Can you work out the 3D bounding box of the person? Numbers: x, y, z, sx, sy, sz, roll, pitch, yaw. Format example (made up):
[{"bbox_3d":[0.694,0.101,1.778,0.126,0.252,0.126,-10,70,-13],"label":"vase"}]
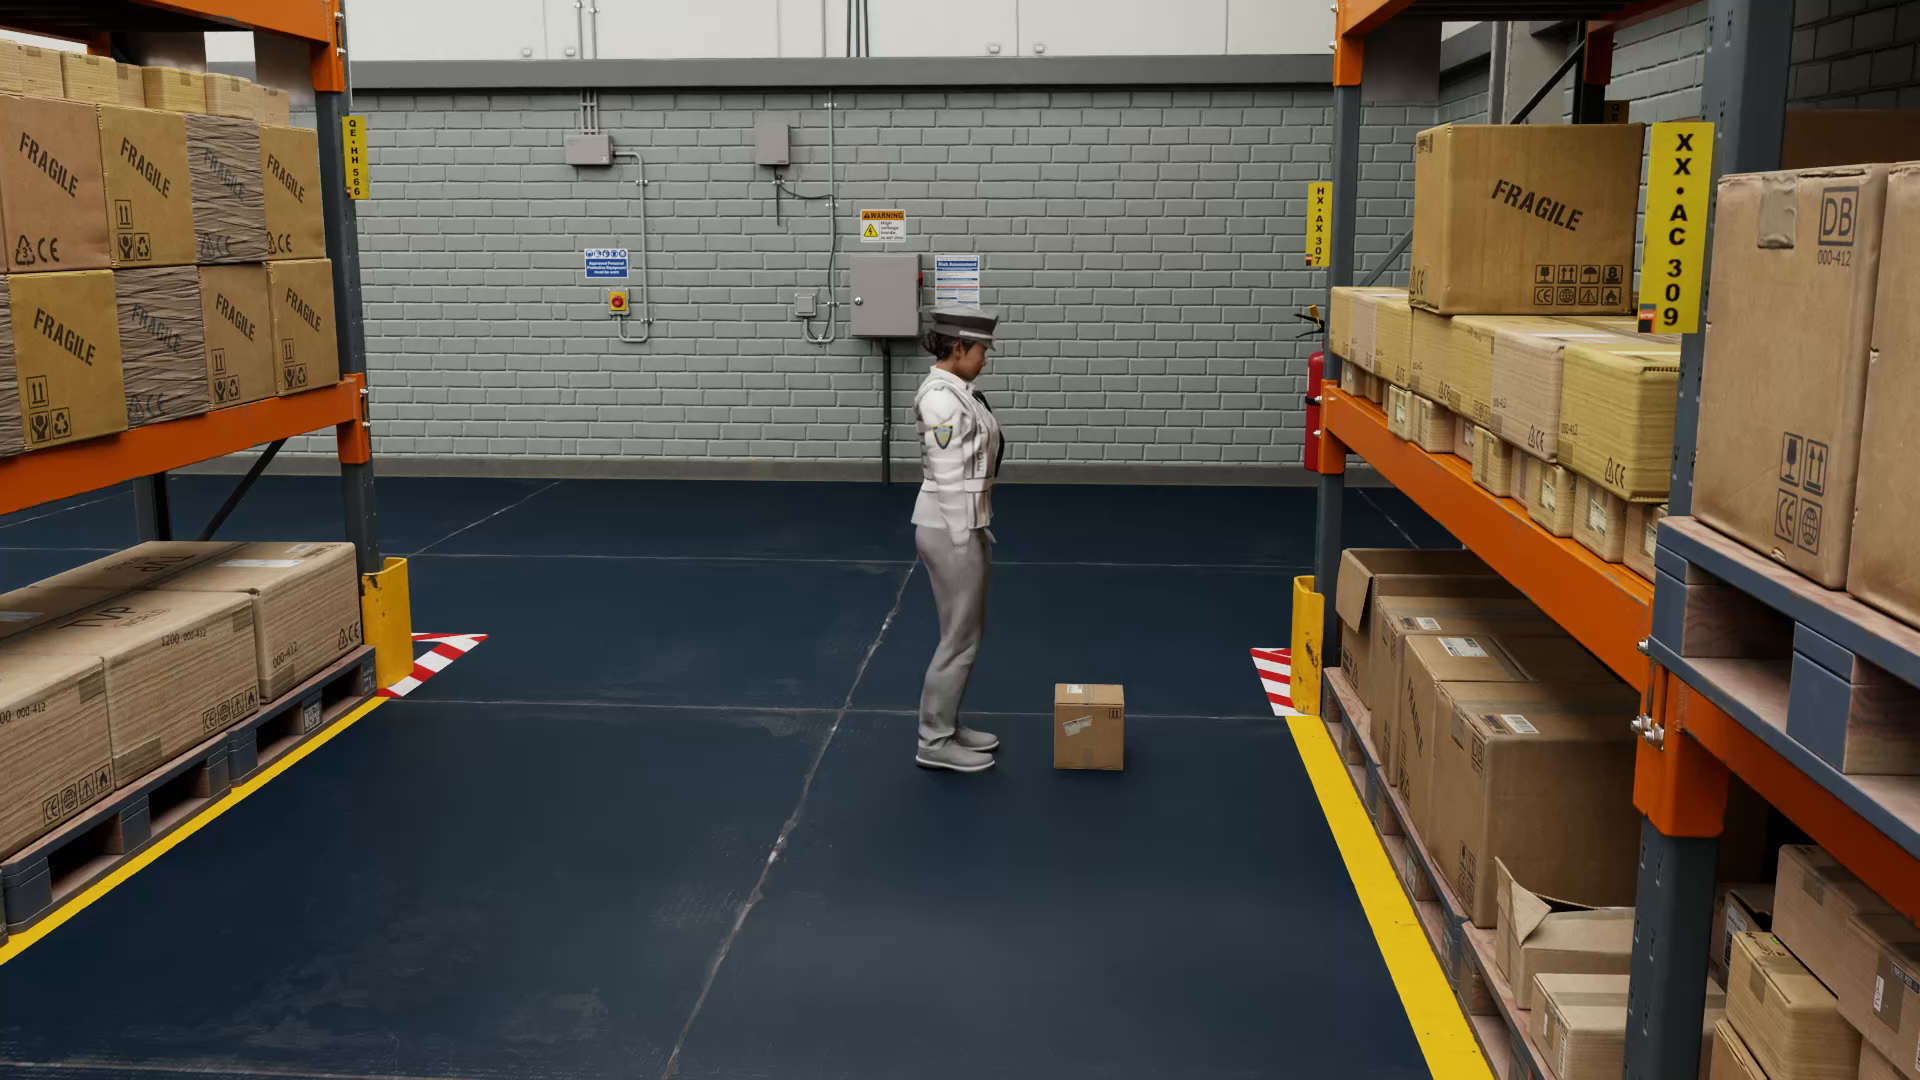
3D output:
[{"bbox_3d":[-0.010,-0.014,6.027,0.327,1.662,0.473,1,11,5],"label":"person"}]
